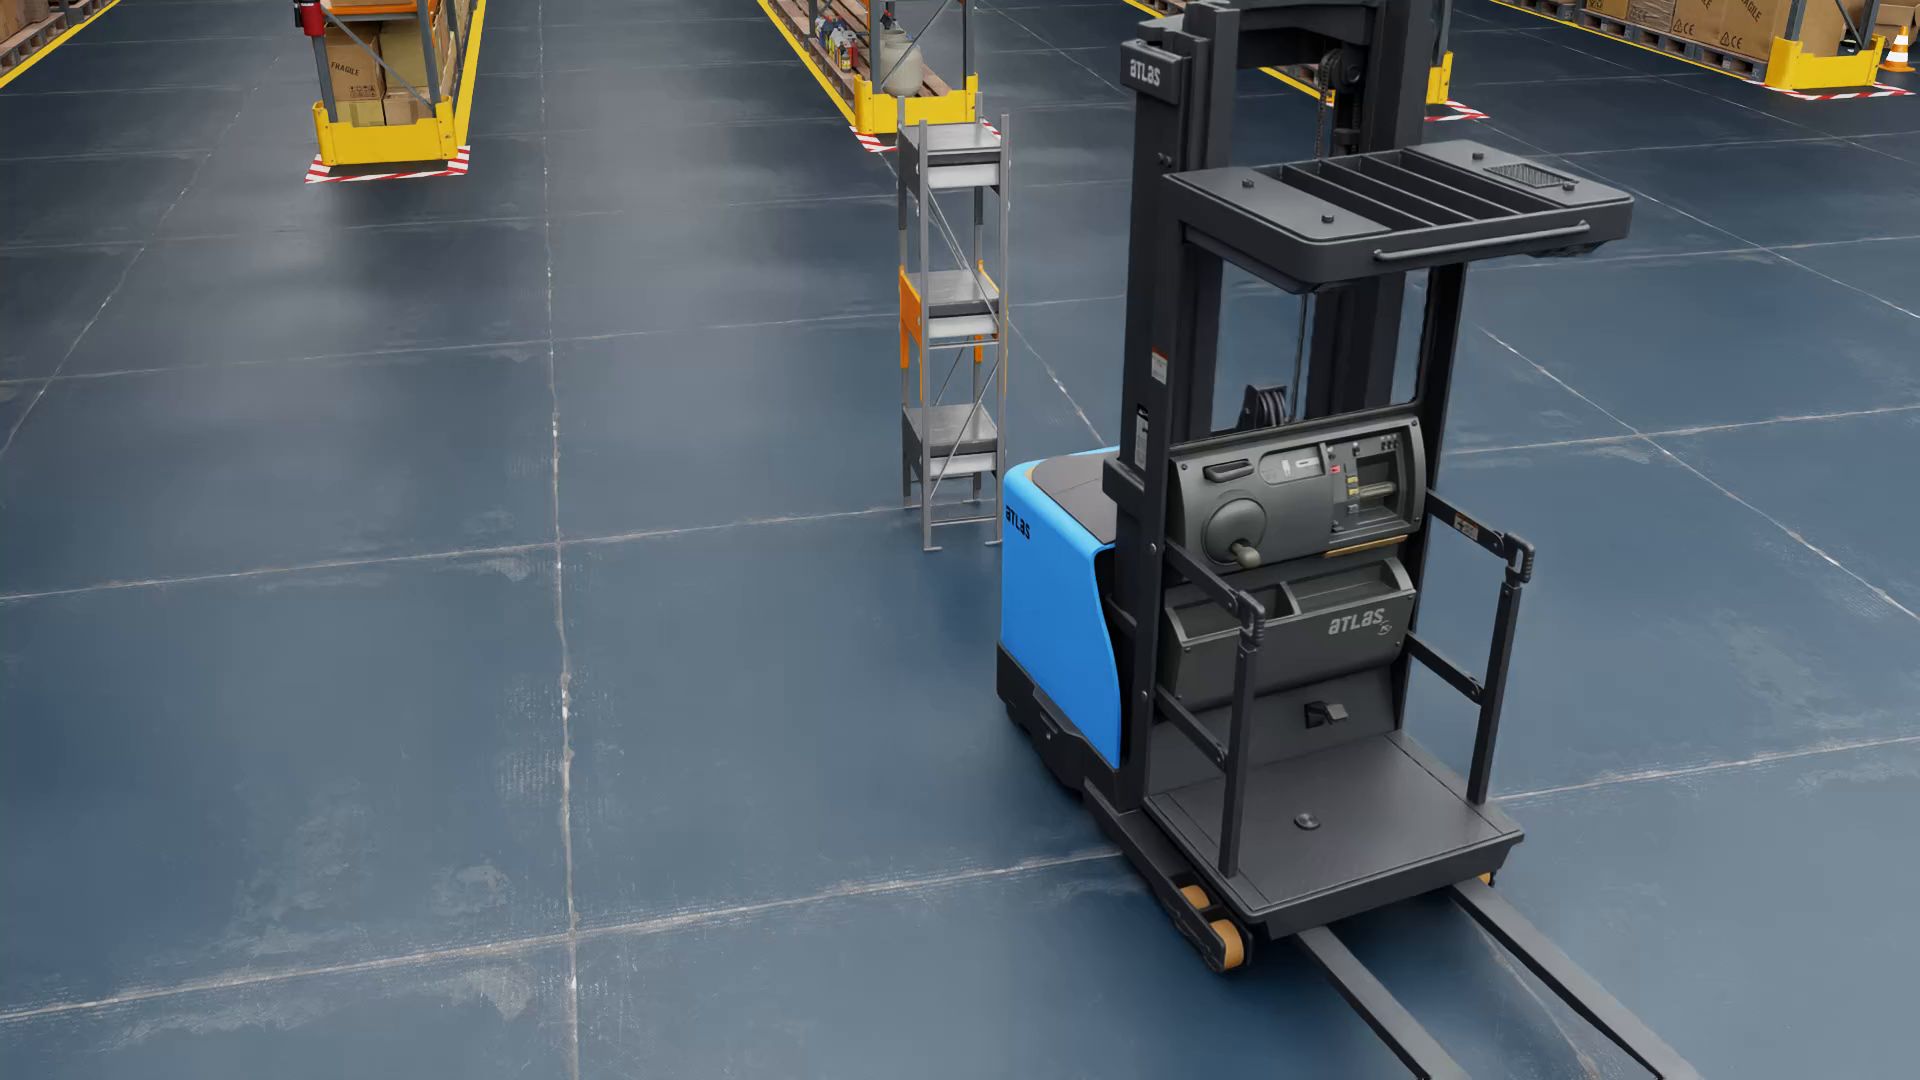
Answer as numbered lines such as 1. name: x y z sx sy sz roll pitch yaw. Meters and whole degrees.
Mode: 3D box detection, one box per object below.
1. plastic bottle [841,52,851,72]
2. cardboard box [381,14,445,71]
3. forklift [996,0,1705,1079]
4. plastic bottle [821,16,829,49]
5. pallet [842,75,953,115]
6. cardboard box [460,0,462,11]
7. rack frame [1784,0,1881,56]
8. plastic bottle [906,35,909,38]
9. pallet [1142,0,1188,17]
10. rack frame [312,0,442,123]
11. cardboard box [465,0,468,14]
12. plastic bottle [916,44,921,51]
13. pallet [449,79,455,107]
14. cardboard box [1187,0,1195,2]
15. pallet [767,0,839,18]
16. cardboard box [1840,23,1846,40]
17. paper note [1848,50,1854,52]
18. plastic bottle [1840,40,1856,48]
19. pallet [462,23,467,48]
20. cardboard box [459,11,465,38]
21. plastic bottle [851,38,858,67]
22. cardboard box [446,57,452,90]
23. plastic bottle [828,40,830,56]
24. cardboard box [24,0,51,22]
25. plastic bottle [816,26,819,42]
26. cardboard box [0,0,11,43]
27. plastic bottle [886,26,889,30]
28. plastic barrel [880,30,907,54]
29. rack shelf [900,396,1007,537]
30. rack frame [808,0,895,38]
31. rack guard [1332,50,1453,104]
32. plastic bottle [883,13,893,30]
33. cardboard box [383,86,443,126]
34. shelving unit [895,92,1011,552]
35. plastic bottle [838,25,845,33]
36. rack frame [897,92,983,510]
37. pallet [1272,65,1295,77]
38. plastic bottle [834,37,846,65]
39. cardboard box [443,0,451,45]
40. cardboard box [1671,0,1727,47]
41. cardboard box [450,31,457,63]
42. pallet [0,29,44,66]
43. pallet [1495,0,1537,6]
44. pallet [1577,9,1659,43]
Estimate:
1. plastic bottle: -1.202 -5.044 17.531 0.097 0.201 0.097 0 27 0
2. cardboard box: -5.332 -4.824 16.231 0.500 0.500 0.500 -6 27 -12
3. forklift: 1.203 -0.117 5.229 1.130 2.935 3.031 -11 29 -21
4. plastic bottle: -1.485 -5.708 18.681 0.144 0.351 0.185 -5 27 -10
5. pallet: -0.602 -4.476 16.883 1.003 0.211 1.213 -6 27 -12
6. cardboard box: -6.166 -6.454 19.670 0.500 0.311 0.500 -7 28 -13
7. rack frame: 9.319 -6.297 17.397 1.000 3.000 0.127 -6 27 -12
8. plastic bottle: -0.566 -5.335 18.031 0.097 0.271 0.097 0 27 0
9. pallet: 3.107 -7.227 22.334 1.003 0.211 1.213 -6 27 -12
10. rack frame: -5.188 -4.833 14.497 1.000 3.000 0.127 -6 27 -12
11. cardboard box: -6.405 -6.652 20.686 0.500 0.250 0.500 -5 27 -10
12. plastic bottle: -0.466 -5.141 17.645 0.097 0.271 0.097 0 27 0
13. pallet: -5.673 -4.454 16.841 1.003 0.211 1.213 -6 27 -12
14. cardboard box: 3.356 -7.157 21.387 0.700 0.500 0.500 -6 27 -12
15. pallet: -2.027 -7.258 22.395 1.003 0.211 1.213 -6 27 -12
16. cardboard box: 10.600 -6.265 20.367 0.396 0.266 0.258 -1 27 -3
17. paper note: 10.629 -5.813 19.735 0.144 0.017 0.142 3 27 6
18. plastic bottle: 10.720 -5.979 20.029 0.133 0.061 0.283 -16 31 -29
19. pallet: -6.572 -6.201 20.300 1.003 0.211 1.213 -6 27 -12
20. cardboard box: -6.053 -5.976 19.346 0.500 0.250 0.500 -5 27 -10
21. plastic bottle: -1.129 -5.205 17.759 0.061 0.283 0.133 -6 27 -12
22. cardboard box: -5.429 -4.710 16.838 0.500 0.250 0.500 -6 27 -12
23. plastic bottle: -1.402 -5.432 18.300 0.097 0.201 0.097 0 27 0
24. cardboard box: -11.603 -6.610 20.304 0.700 0.500 0.500 -6 27 -11
25. plastic bottle: -1.595 -5.809 19.047 0.097 0.201 0.097 0 27 0
26. cardboard box: -11.338 -5.936 18.968 0.700 0.500 0.500 -6 27 -11
27. plastic bottle: -0.815 -5.573 18.489 0.061 0.283 0.133 -6 27 -12
28. plastic barrel: -0.697 -4.913 16.949 0.421 0.512 0.421 0 27 0
29. rack shelf: -0.037 -0.373 8.242 0.431 0.518 0.480 -6 27 -12
30. rack frame: -1.263 -7.091 18.969 1.000 3.000 0.127 -6 27 -12
31. rack guard: 4.447 -4.755 17.116 1.175 0.500 0.348 -6 27 -12
32. plastic bottle: -0.794 -5.767 18.798 0.144 0.351 0.185 -7 28 -14
33. cardboard box: -5.092 -4.051 15.533 0.500 0.250 0.500 -6 27 -12
34. shelving unit: -0.037 -1.010 7.921 0.431 2.100 0.503 -6 27 -12
35. plastic bottle: -1.335 -5.621 18.598 0.097 0.271 0.097 0 27 0
36. rack frame: -0.092 -1.117 8.133 0.400 2.100 0.015 -6 27 -12
37. pallet: 4.027 -5.521 18.954 1.003 0.211 1.213 -6 27 -12
38. plastic bottle: -1.264 -5.251 17.859 0.152 0.276 0.135 -7 28 -13
39. cardboard box: -5.671 -5.482 17.535 0.500 0.500 0.500 -6 27 -12
40. cardboard box: 8.902 -6.213 19.122 0.875 0.875 0.875 -6 27 -12
41. cardboard box: -5.772 -5.368 18.142 0.500 0.250 0.500 -6 27 -12
42. pallet: -11.370 -5.718 19.345 1.003 0.211 1.213 -6 27 -12
43. pallet: 7.892 -7.676 23.223 1.003 0.211 1.213 -6 27 -12
44. pallet: 8.513 -6.466 20.827 1.003 0.211 1.213 -6 27 -12
